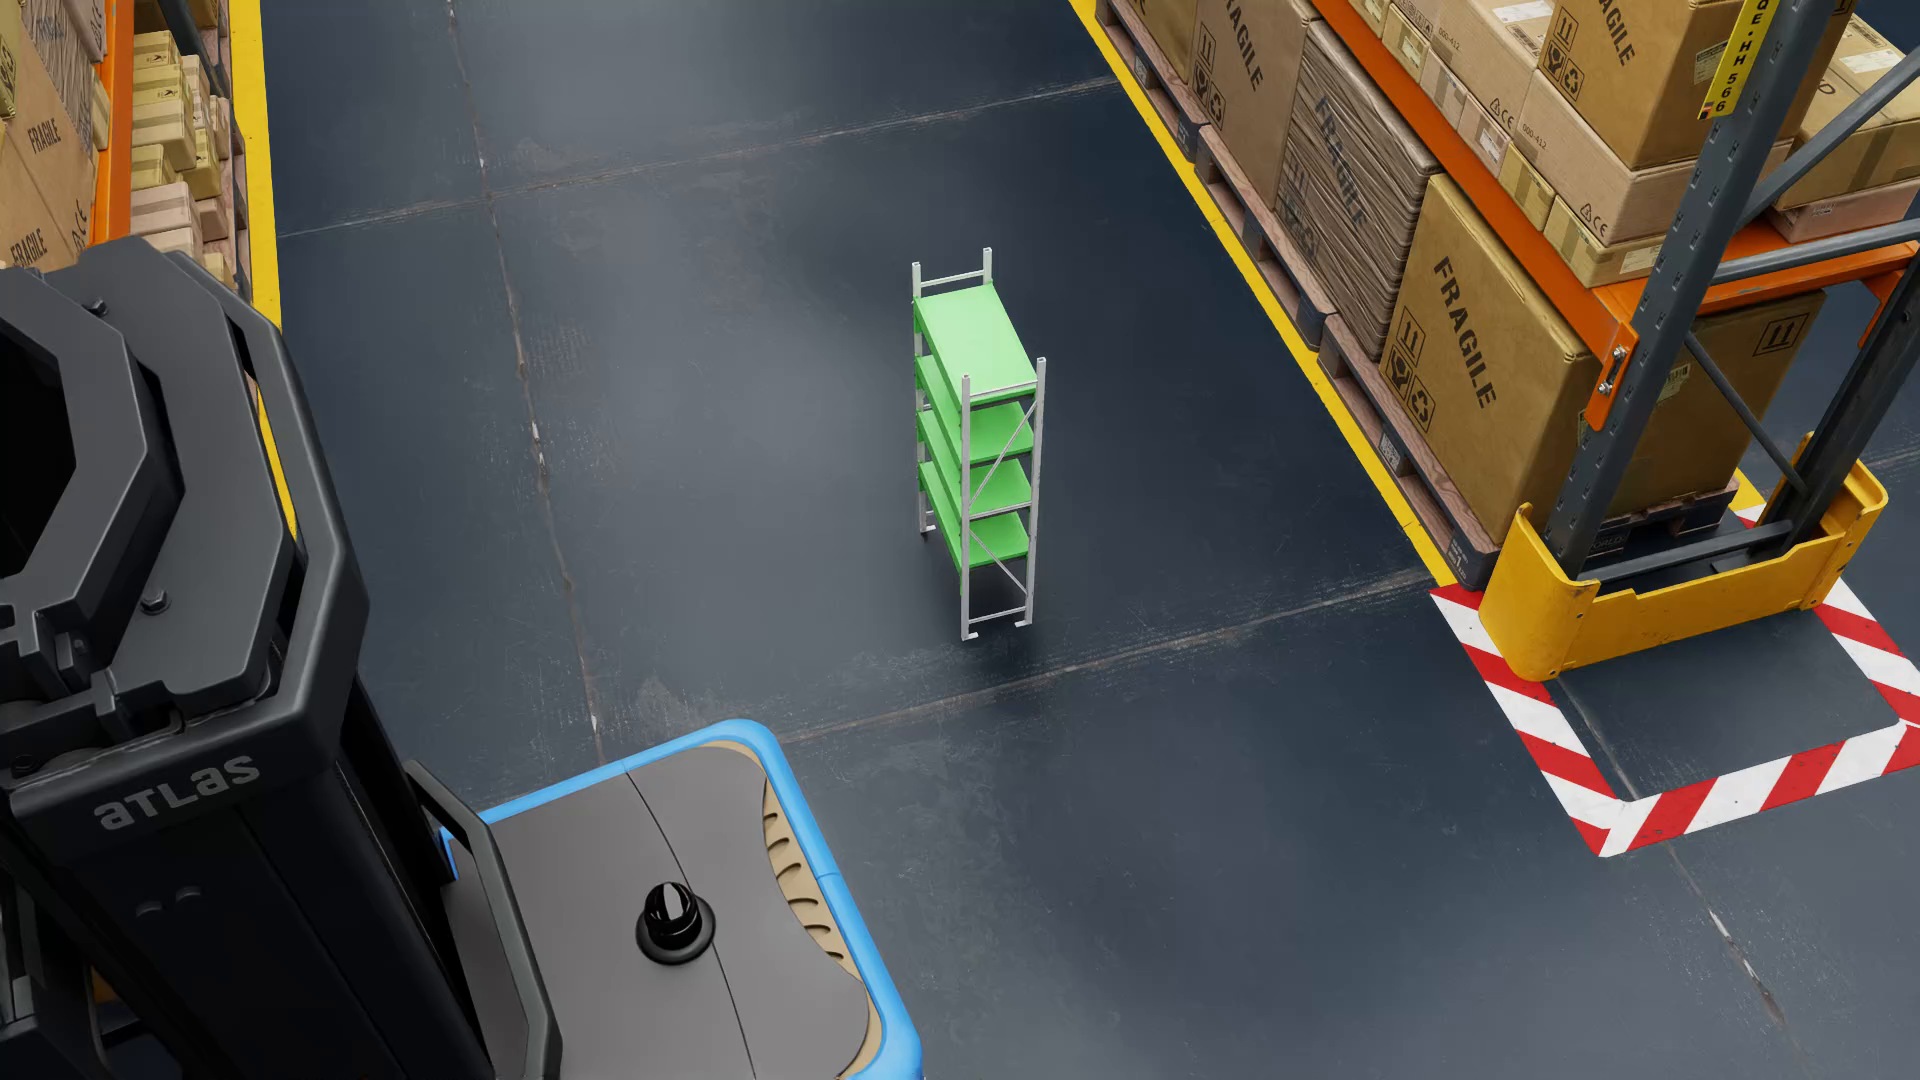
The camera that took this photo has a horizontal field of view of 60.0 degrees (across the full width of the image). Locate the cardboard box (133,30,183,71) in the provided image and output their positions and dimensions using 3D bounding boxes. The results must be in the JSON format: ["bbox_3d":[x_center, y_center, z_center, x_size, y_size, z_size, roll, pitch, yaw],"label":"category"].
[{"bbox_3d":[-3.286,-1.851,6.549,0.380,0.149,0.250,-12,51,-10],"label":"cardboard box"}]

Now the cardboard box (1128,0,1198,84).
[{"bbox_3d":[1.247,-2.642,7.130,0.875,0.875,0.875,-13,51,-11],"label":"cardboard box"}]

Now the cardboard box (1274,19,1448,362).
[{"bbox_3d":[1.776,-1.335,6.028,0.875,0.875,0.875,-13,51,-11],"label":"cardboard box"}]

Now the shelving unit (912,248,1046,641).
[{"bbox_3d":[0.049,-0.266,5.189,0.258,1.200,0.503,-13,51,-11],"label":"shelving unit"}]

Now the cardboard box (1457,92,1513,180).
[{"bbox_3d":[1.739,-1.249,5.005,0.380,0.149,0.250,-13,51,-11],"label":"cardboard box"}]

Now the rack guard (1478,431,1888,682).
[{"bbox_3d":[2.318,0.053,5.378,1.175,0.500,0.348,-13,51,-11],"label":"rack guard"}]

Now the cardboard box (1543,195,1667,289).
[{"bbox_3d":[1.891,-0.875,4.690,0.380,0.149,0.250,-12,51,-10],"label":"cardboard box"}]

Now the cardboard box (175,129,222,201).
[{"bbox_3d":[-3.055,-1.412,6.373,0.380,0.149,0.250,-15,51,-12],"label":"cardboard box"}]

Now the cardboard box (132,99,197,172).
[{"bbox_3d":[-3.092,-1.493,6.248,0.380,0.149,0.250,-14,51,-11],"label":"cardboard box"}]

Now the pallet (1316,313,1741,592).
[{"bbox_3d":[2.000,-0.438,5.981,1.003,0.211,1.213,-13,51,-11],"label":"pallet"}]

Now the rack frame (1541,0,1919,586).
[{"bbox_3d":[2.311,-0.770,4.437,1.000,3.000,0.127,-13,51,-11],"label":"rack frame"}]

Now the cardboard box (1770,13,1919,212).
[{"bbox_3d":[2.427,-1.229,4.728,0.500,0.250,0.500,-15,51,-12],"label":"cardboard box"}]

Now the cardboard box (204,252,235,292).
[{"bbox_3d":[-2.893,-0.895,6.133,0.380,0.149,0.250,-13,51,-11],"label":"cardboard box"}]

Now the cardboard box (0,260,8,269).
[{"bbox_3d":[-2.326,-0.241,3.731,0.500,0.500,0.500,-11,51,-9],"label":"cardboard box"}]

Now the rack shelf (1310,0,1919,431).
[{"bbox_3d":[1.719,-1.999,5.944,1.077,0.370,4.000,-13,51,-11],"label":"rack shelf"}]

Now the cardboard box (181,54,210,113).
[{"bbox_3d":[-3.243,-1.798,6.699,0.380,0.149,0.250,-12,51,-10],"label":"cardboard box"}]

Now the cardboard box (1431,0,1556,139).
[{"bbox_3d":[1.765,-1.482,4.941,0.500,0.250,0.500,-14,51,-12],"label":"cardboard box"}]

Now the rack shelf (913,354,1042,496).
[{"bbox_3d":[0.049,-0.379,5.055,0.258,0.148,0.480,-13,51,-11],"label":"rack shelf"}]

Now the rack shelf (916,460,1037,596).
[{"bbox_3d":[0.049,-0.070,5.422,0.258,0.148,0.480,-13,51,-11],"label":"rack shelf"}]

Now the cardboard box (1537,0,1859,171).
[{"bbox_3d":[1.916,-1.356,4.344,0.500,0.500,0.500,-13,51,-11],"label":"cardboard box"}]

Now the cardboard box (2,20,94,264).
[{"bbox_3d":[-2.642,-0.987,4.360,0.500,0.500,0.500,-13,51,-10],"label":"cardboard box"}]

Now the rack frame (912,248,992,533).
[{"bbox_3d":[-0.023,-0.444,5.340,0.240,1.200,0.015,-13,51,-11],"label":"rack frame"}]

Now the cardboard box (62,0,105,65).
[{"bbox_3d":[-2.929,-1.740,4.995,0.500,0.500,0.500,-14,51,-11],"label":"cardboard box"}]

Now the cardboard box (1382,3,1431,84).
[{"bbox_3d":[1.587,-1.620,5.318,0.380,0.149,0.250,-14,51,-12],"label":"cardboard box"}]

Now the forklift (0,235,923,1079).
[{"bbox_3d":[-1.623,0.974,3.011,3.031,2.935,1.130,-20,53,-16],"label":"forklift"}]

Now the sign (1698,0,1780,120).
[{"bbox_3d":[1.788,-1.107,3.809,0.100,0.325,0.005,-13,51,-11],"label":"sign"}]

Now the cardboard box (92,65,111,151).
[{"bbox_3d":[-2.801,-1.282,5.033,0.380,0.149,0.250,-12,51,-10],"label":"cardboard box"}]

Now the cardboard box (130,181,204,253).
[{"bbox_3d":[-2.922,-1.109,5.924,0.380,0.149,0.250,-16,52,-13],"label":"cardboard box"}]

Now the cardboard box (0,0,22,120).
[{"bbox_3d":[-2.624,-1.313,3.981,0.500,0.500,0.500,-14,51,-12],"label":"cardboard box"}]

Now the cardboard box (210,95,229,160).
[{"bbox_3d":[-3.199,-1.651,6.770,0.380,0.149,0.250,-13,51,-11],"label":"cardboard box"}]

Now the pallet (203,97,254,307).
[{"bbox_3d":[-3.408,-1.263,6.676,1.003,0.211,1.213,-13,51,-11],"label":"pallet"}]

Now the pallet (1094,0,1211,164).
[{"bbox_3d":[1.278,-2.220,7.483,1.003,0.211,1.213,-13,51,-11],"label":"pallet"}]
